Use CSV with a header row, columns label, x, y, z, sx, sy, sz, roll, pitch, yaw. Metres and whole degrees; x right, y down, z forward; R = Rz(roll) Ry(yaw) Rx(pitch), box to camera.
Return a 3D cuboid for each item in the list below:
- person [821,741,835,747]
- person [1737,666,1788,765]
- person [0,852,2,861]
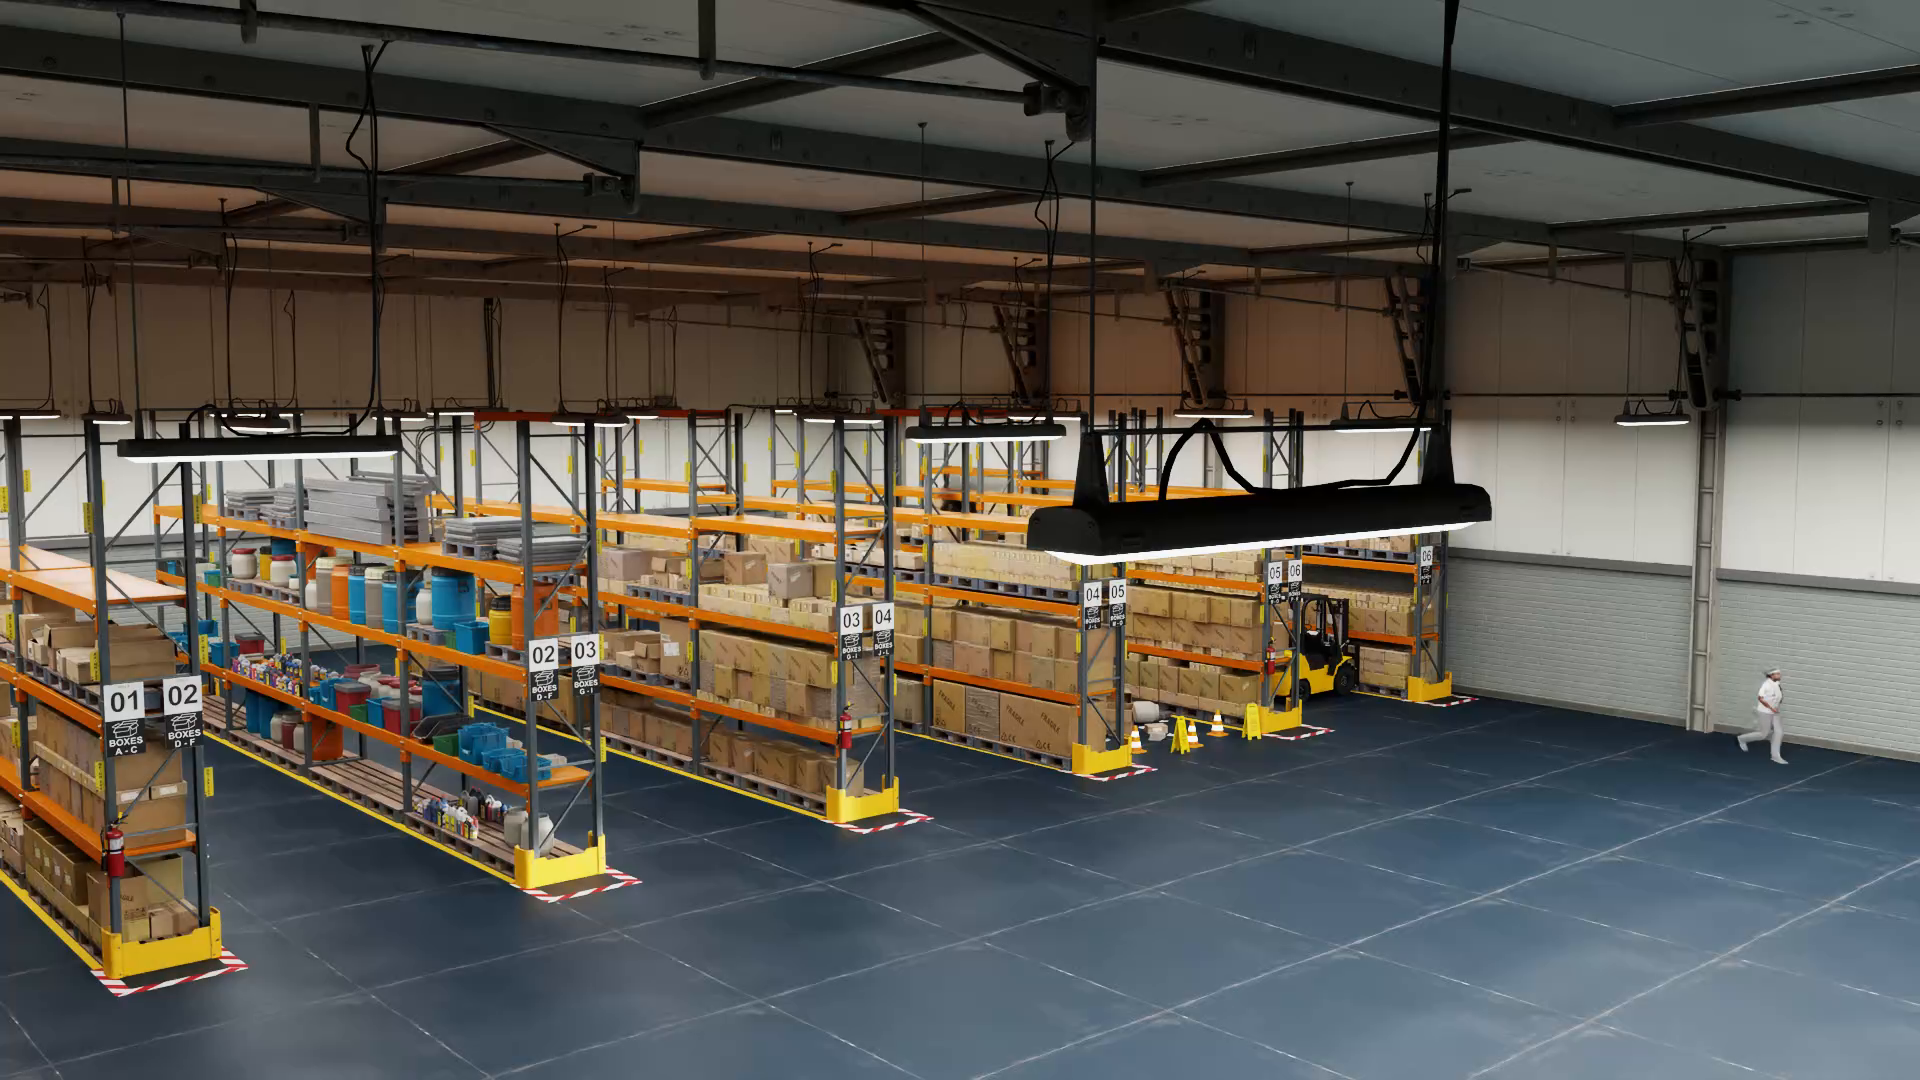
label,x,y,z,sx,sy,sz,roll,pitch,yaw
person,-2.266,2.907,29.830,0.545,1.603,0.593,3,6,35
person,13.929,2.988,28.736,0.840,1.686,0.599,5,7,44
person,-11.157,3.857,18.796,0.618,1.694,0.786,-5,7,-42
